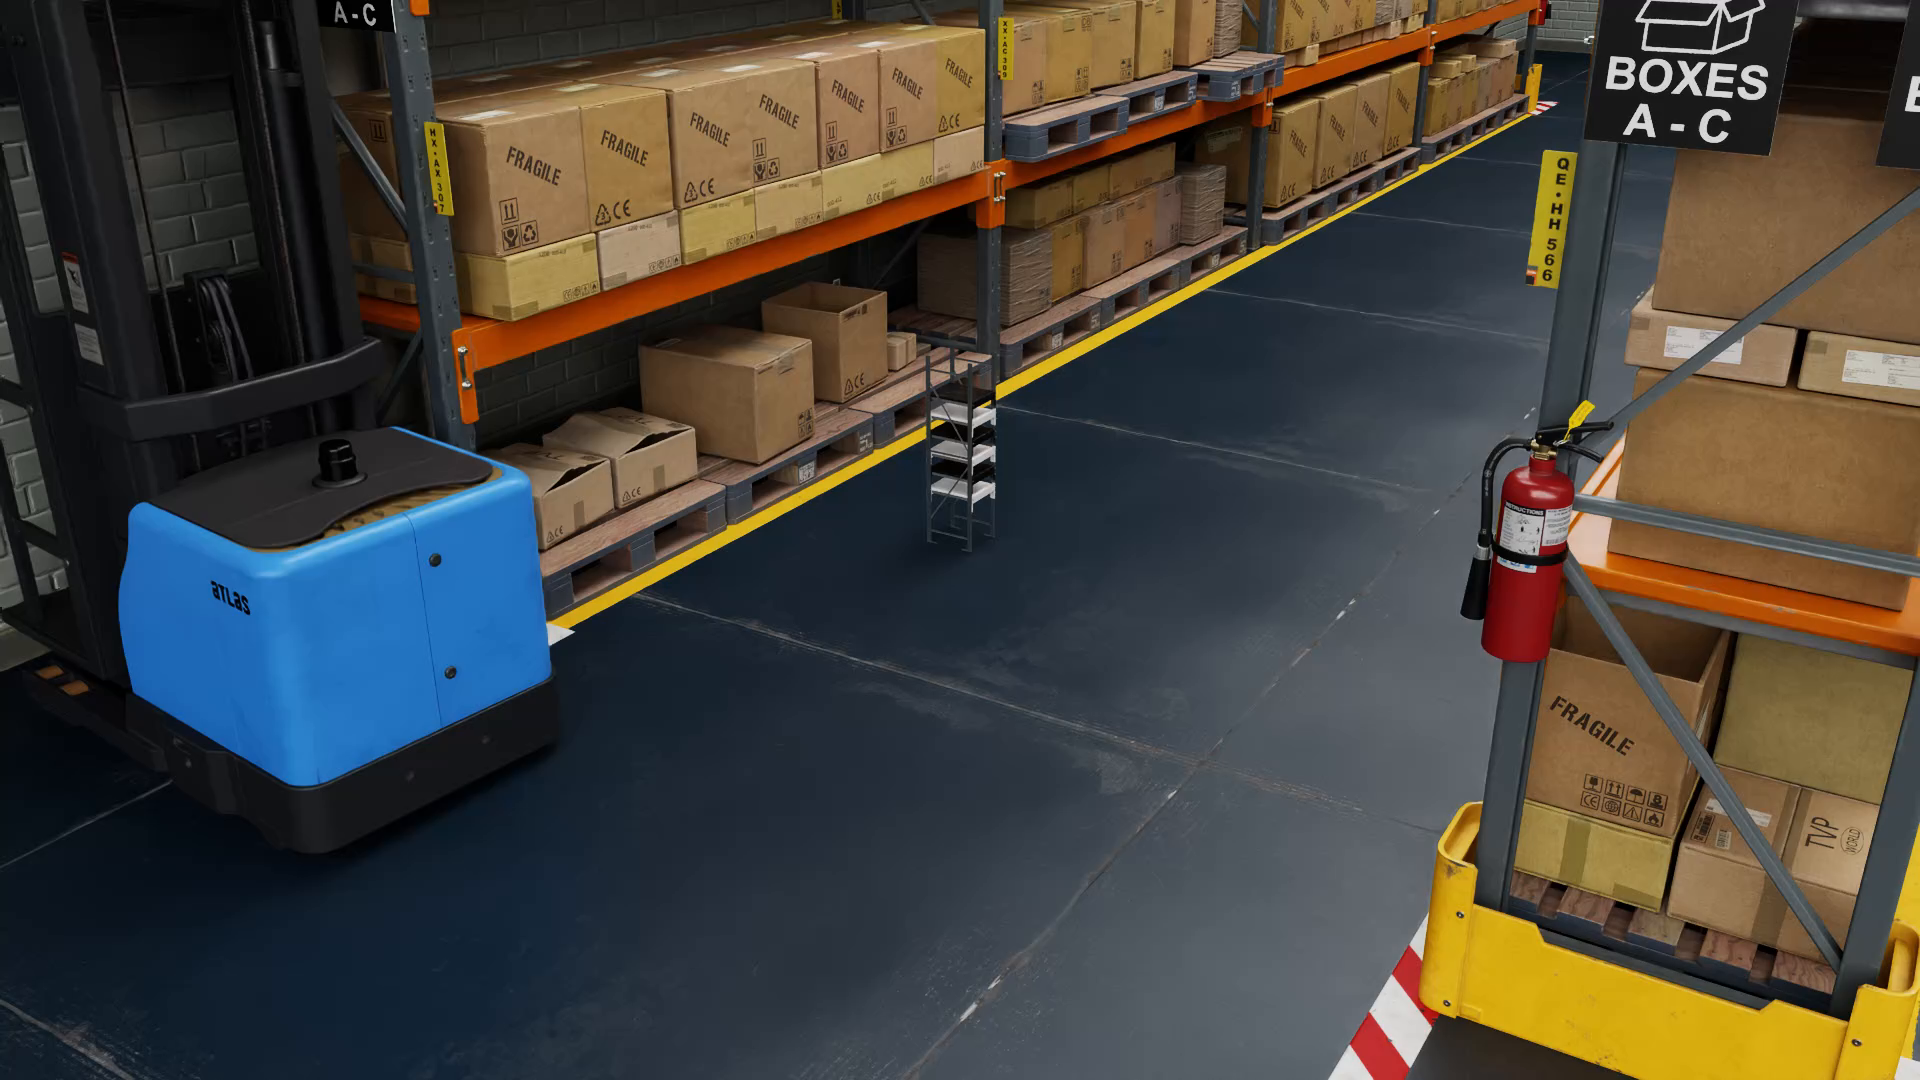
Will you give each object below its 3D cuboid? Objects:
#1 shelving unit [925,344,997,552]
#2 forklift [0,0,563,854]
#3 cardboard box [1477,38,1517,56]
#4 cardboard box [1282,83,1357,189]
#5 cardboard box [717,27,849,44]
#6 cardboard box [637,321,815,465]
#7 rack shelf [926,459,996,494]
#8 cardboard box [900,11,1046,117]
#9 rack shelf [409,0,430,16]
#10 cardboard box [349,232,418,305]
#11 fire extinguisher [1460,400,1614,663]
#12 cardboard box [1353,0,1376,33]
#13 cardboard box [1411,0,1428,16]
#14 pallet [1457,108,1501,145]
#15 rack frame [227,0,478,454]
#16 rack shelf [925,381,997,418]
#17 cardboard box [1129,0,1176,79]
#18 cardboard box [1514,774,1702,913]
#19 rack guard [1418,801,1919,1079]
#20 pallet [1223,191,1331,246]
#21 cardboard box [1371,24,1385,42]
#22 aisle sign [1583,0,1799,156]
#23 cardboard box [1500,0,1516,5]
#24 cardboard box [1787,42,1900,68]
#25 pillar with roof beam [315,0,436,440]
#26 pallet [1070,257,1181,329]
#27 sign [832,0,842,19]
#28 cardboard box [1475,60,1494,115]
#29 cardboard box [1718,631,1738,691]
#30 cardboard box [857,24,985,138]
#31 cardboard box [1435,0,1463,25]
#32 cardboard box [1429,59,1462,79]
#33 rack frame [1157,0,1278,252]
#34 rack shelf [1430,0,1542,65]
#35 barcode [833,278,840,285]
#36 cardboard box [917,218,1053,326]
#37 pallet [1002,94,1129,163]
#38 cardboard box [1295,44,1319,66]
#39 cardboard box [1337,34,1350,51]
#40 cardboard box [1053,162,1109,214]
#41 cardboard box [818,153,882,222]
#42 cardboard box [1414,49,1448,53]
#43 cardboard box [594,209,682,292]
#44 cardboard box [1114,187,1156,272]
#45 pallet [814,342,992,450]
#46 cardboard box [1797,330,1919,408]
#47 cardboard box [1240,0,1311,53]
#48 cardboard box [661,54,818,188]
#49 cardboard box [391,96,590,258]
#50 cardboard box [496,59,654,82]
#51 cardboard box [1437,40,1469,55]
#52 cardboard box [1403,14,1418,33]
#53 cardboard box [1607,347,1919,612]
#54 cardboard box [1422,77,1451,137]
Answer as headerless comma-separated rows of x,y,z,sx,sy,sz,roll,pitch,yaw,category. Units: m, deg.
0.004,-0.416,7.578,0.258,0.900,0.210,14,27,29,shelving unit
-2.897,-0.803,5.915,3.031,2.935,1.130,17,29,35,forklift
5.914,-5.449,18.362,0.380,0.149,0.250,14,27,28,cardboard box
2.858,-3.465,14.157,0.750,0.750,0.750,14,27,29,cardboard box
-0.920,-2.390,8.715,0.500,0.500,0.500,14,27,29,cardboard box
-1.157,-0.743,8.283,0.700,0.500,0.500,12,26,26,cardboard box
0.004,-0.303,7.627,0.258,0.077,0.200,14,27,29,rack shelf
0.079,-2.807,9.778,0.700,0.500,0.500,14,27,29,cardboard box
-1.274,-2.766,7.492,1.077,0.370,4.000,14,27,29,rack shelf
-2.247,-1.183,6.870,0.500,0.250,0.500,14,27,30,cardboard box
1.425,-0.029,4.139,0.296,0.674,0.183,14,27,29,fire extinguisher
3.180,-4.565,13.995,0.500,0.500,0.500,15,27,30,cardboard box
3.972,-5.077,15.177,0.500,0.500,0.500,13,27,28,cardboard box
5.112,-4.468,17.806,1.003,0.211,1.213,14,27,29,pallet
-2.329,-1.044,6.386,1.000,3.000,0.127,14,27,29,rack frame
0.004,-0.633,7.484,0.258,0.077,0.200,14,27,29,rack shelf
1.014,-3.406,11.163,0.700,0.500,0.500,14,27,29,cardboard box
1.914,0.819,5.015,0.500,0.250,0.500,14,27,29,cardboard box
1.869,1.148,4.469,1.175,0.500,0.348,14,27,29,rack guard
2.371,-2.715,13.755,1.003,0.211,1.213,14,27,29,pallet
3.501,-4.477,14.606,0.380,0.149,0.250,14,27,29,cardboard box
1.598,-1.240,3.566,0.394,0.787,0.004,14,27,29,aisle sign
5.476,-6.160,17.826,0.980,0.700,0.700,14,27,29,cardboard box
2.705,-1.170,4.919,0.700,0.500,0.500,14,27,29,cardboard box
0.963,-3.313,4.075,9.100,9.000,0.400,14,27,29,pillar with roof beam
0.834,-1.791,11.621,1.003,0.211,1.213,14,27,29,pallet
-0.692,-3.041,9.541,0.100,0.325,0.005,14,27,29,sign
5.298,-4.894,17.897,0.700,0.500,0.500,13,27,27,cardboard box
2.427,0.134,5.654,0.500,0.500,0.500,14,27,29,cardboard box
-0.205,-2.454,8.863,0.500,0.500,0.500,14,27,29,cardboard box
4.301,-5.412,16.097,0.980,0.700,0.700,14,27,30,cardboard box
4.819,-4.746,16.738,0.380,0.149,0.250,15,28,31,cardboard box
1.891,-3.744,12.623,1.000,3.000,0.127,14,27,29,rack frame
5.056,-5.439,17.444,1.077,0.370,4.000,14,27,29,rack shelf
-0.707,-1.464,9.545,0.001,0.075,0.075,14,27,29,barcode
0.156,-1.701,10.496,0.700,0.500,0.500,15,28,31,cardboard box
0.308,-2.534,10.068,1.003,0.211,1.213,14,27,29,pallet
2.614,-3.856,13.172,0.380,0.149,0.250,15,27,31,cardboard box
3.062,-4.221,14.015,0.380,0.149,0.250,14,27,29,cardboard box
0.656,-2.371,11.099,0.500,0.250,0.500,13,27,27,cardboard box
-0.733,-1.772,8.230,0.500,0.250,0.500,14,27,29,cardboard box
4.922,-5.101,17.558,0.380,0.149,0.250,13,27,28,cardboard box
-1.540,-1.261,7.050,0.500,0.250,0.500,13,27,27,cardboard box
0.947,-2.222,11.699,0.700,0.500,0.500,14,27,29,cardboard box
-0.543,-0.880,9.518,1.003,0.211,1.213,14,27,29,pallet
2.272,-0.438,4.044,0.380,0.149,0.250,14,27,29,cardboard box
2.365,-4.046,12.795,0.500,0.500,0.500,15,27,30,cardboard box
-1.012,-1.941,7.678,0.500,0.500,0.500,15,27,31,cardboard box
-1.821,-1.427,6.490,0.500,0.500,0.500,14,27,29,cardboard box
-1.718,-1.875,7.526,0.500,0.500,0.500,13,27,28,cardboard box
5.324,-5.359,18.155,0.380,0.149,0.250,14,27,29,cardboard box
3.951,-4.725,15.179,0.380,0.149,0.250,14,27,30,cardboard box
2.139,-0.208,4.329,0.700,0.500,0.500,14,27,29,cardboard box
4.483,-4.371,16.688,0.700,0.500,0.500,14,27,30,cardboard box
